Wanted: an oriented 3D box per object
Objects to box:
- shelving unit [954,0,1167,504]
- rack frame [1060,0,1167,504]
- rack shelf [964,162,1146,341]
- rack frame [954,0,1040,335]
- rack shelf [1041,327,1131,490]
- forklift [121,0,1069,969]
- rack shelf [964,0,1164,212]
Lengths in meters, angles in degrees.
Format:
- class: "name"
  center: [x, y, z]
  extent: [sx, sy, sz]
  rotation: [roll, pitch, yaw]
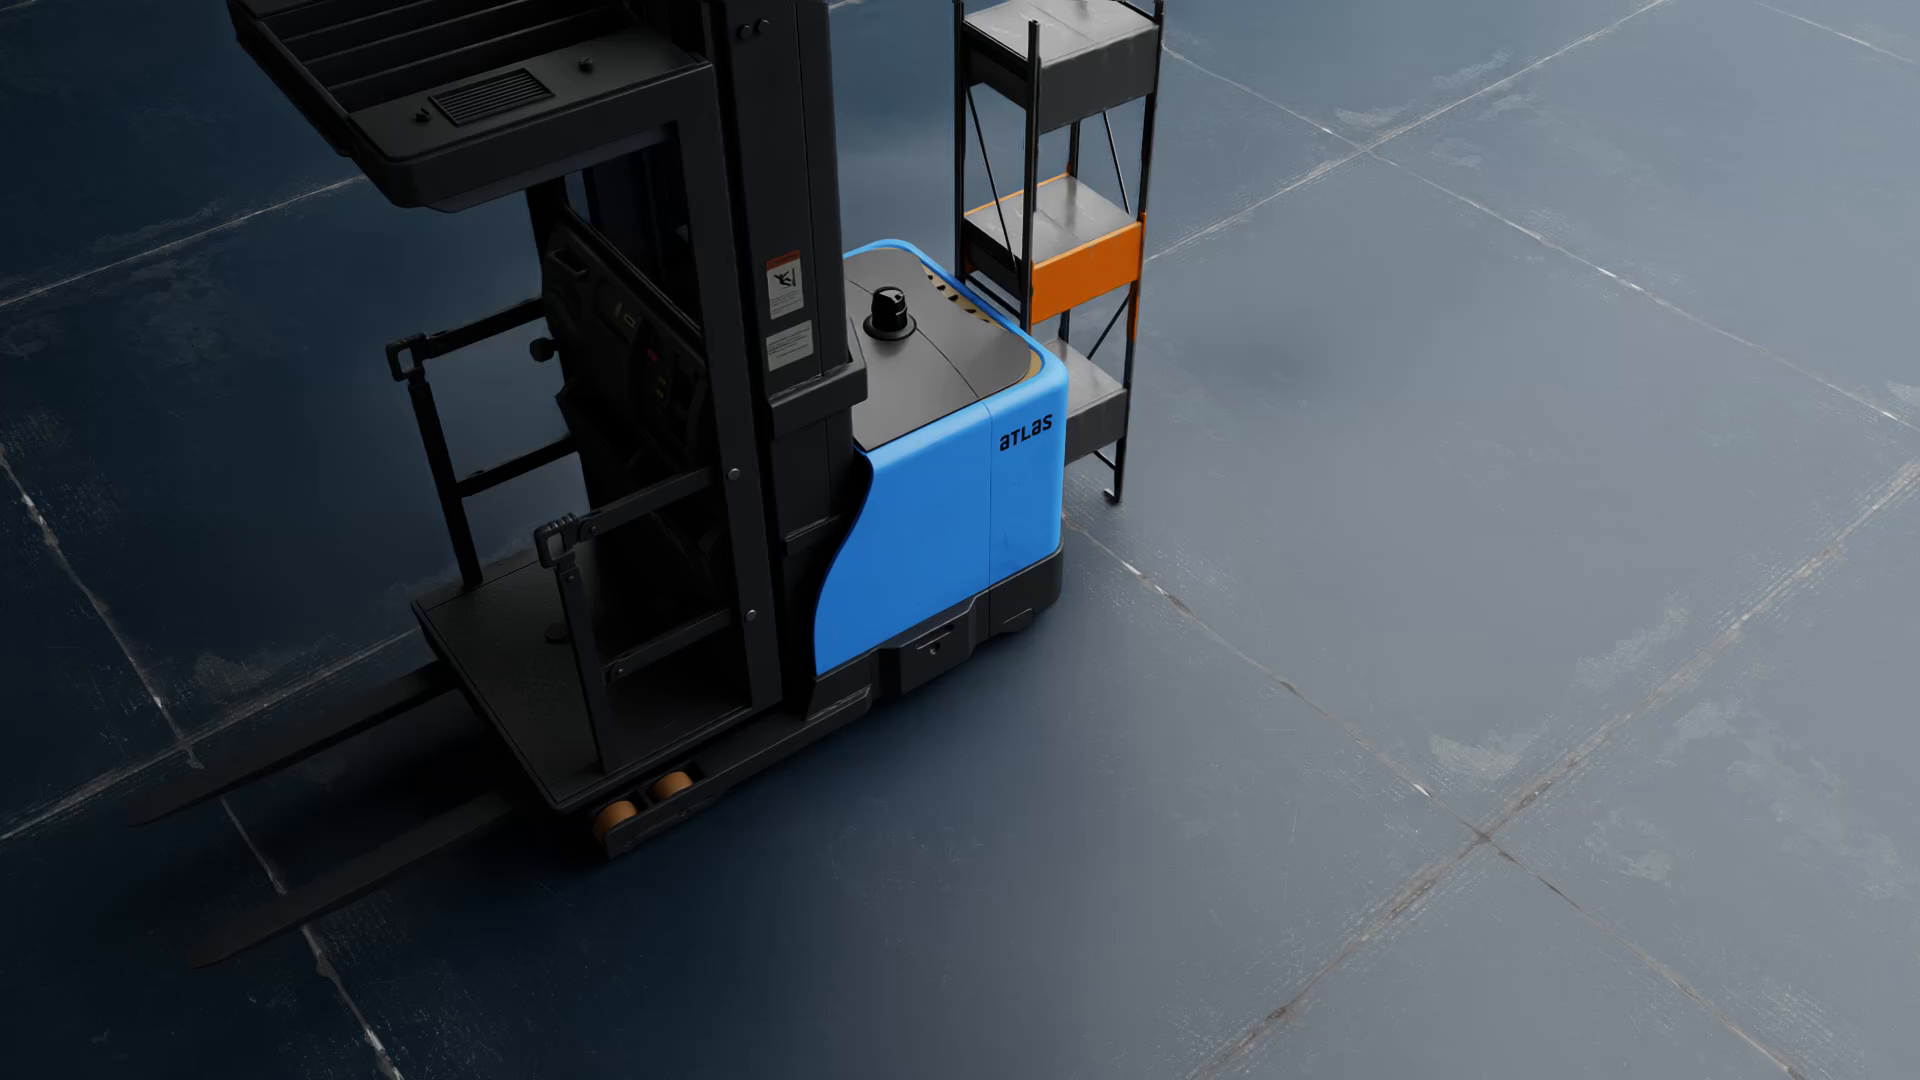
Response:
- class: "shelving unit"
  center: [0.303, -0.919, 5.695]
  extent: [0.503, 2.100, 0.431]
  rotation: [-27, 49, -26]
- class: "rack frame"
  center: [0.499, -1.018, 5.800]
  extent: [0.015, 2.100, 0.400]
  rotation: [-27, 49, -26]
- class: "rack shelf"
  center: [0.303, -0.909, 5.704]
  extent: [0.480, 0.518, 0.431]
  rotation: [-27, 49, -26]
- class: "rack frame"
  center: [0.106, -0.820, 5.589]
  extent: [0.015, 2.100, 0.400]
  rotation: [-27, 49, -26]
- class: "rack shelf"
  center: [0.303, -0.399, 6.183]
  extent: [0.480, 0.518, 0.431]
  rotation: [-27, 49, -26]
- class: "forklift"
  center: [-1.127, -0.503, 4.644]
  extent: [3.031, 2.935, 1.130]
  rotation: [-27, 49, -26]
- class: "rack shelf"
  center: [0.303, -1.419, 5.225]
  extent: [0.480, 0.518, 0.431]
  rotation: [-27, 49, -26]
